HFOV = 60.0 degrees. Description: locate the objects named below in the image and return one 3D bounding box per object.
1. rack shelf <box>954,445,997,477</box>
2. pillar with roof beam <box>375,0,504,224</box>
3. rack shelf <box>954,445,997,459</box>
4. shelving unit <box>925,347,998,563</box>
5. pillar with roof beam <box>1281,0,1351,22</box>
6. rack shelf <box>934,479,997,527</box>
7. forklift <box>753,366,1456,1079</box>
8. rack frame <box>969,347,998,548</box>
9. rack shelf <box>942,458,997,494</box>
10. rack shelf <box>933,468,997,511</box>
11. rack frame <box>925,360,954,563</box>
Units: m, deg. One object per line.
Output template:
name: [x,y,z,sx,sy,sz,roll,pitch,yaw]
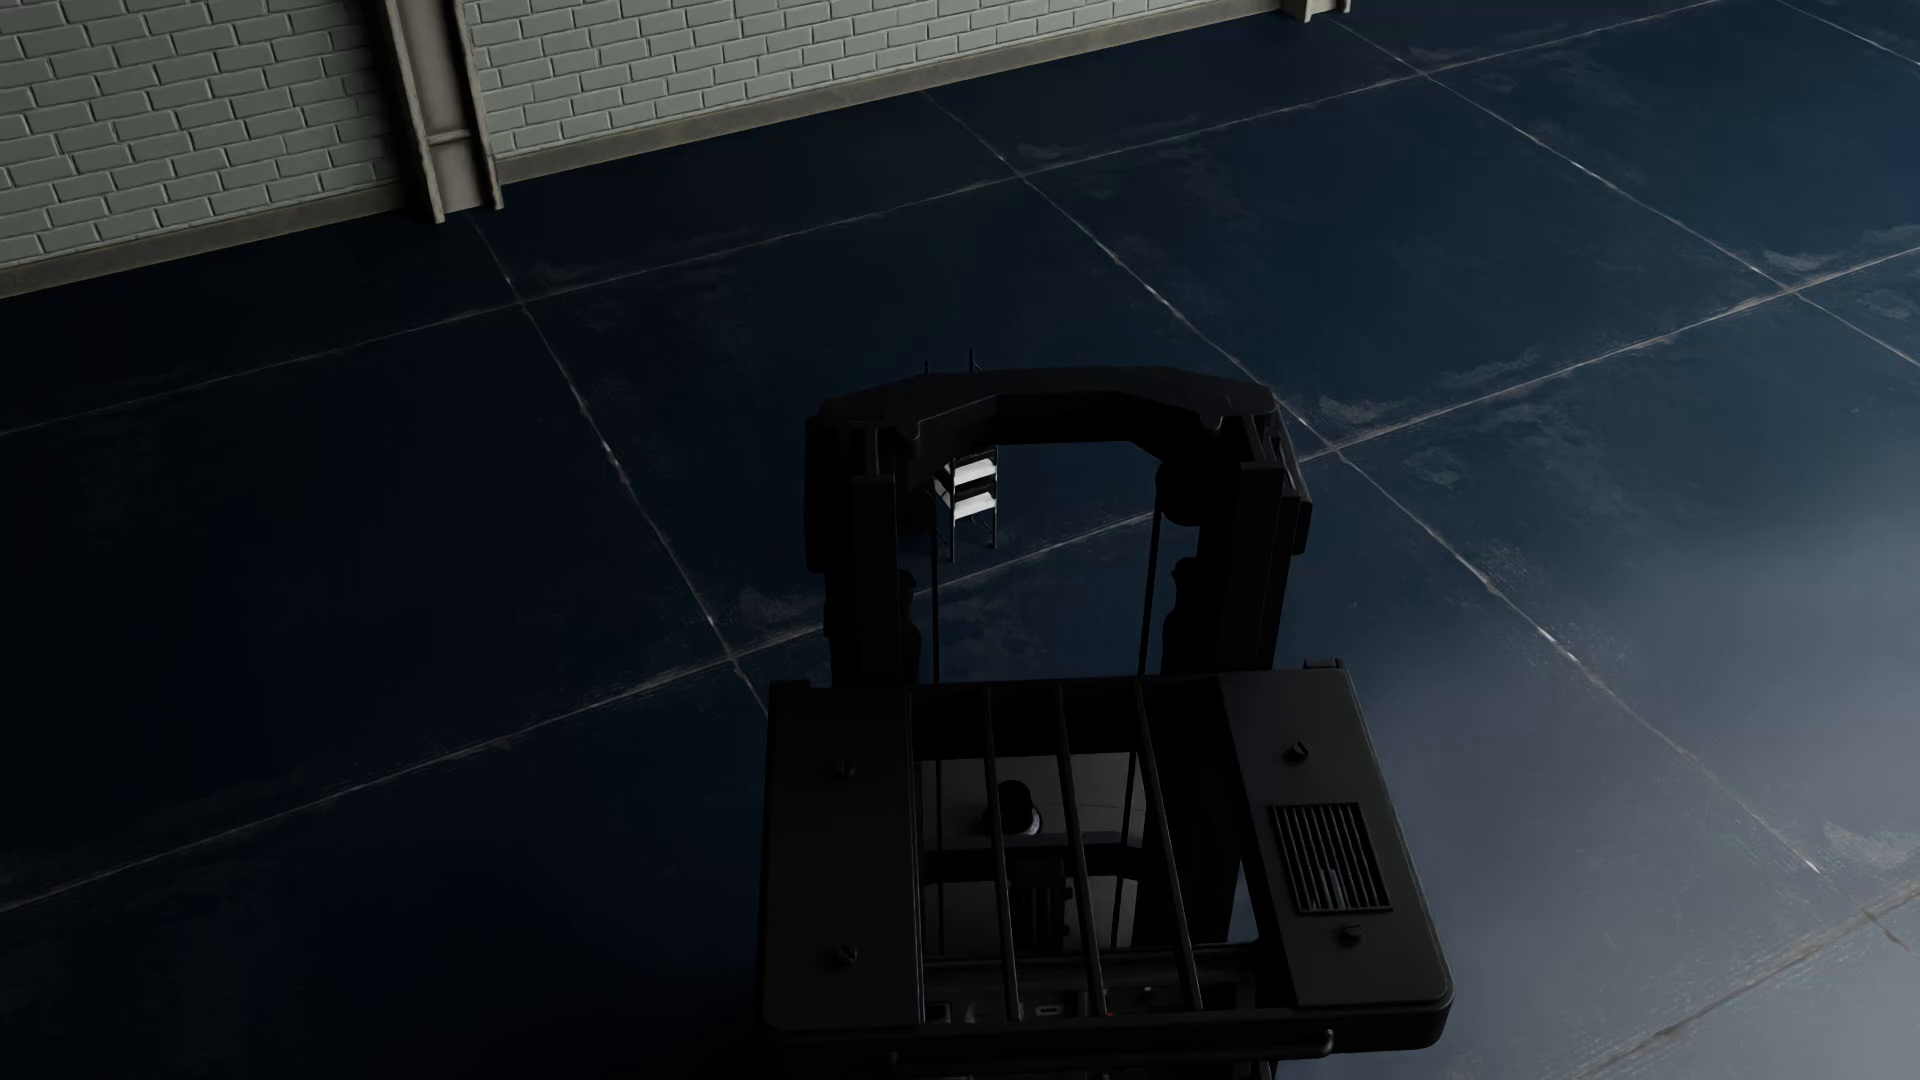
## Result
rack shelf: [0.007,-0.389,6.926,0.200,0.077,0.258,-19,44,-21]
pillar with roof beam: [-0.857,-2.892,3.701,0.400,9.000,9.100,-19,44,-21]
rack shelf: [0.007,-0.458,6.867,0.200,0.077,0.258,-19,44,-21]
shelving unit: [0.007,-0.346,6.962,0.210,0.900,0.258,-19,44,-21]
pillar with roof beam: [4.464,-4.682,5.816,0.400,9.000,9.100,-19,44,-21]
rack shelf: [0.007,-0.183,7.100,0.200,0.077,0.258,-19,44,-21]
forklift: [0.204,1.223,3.536,1.130,2.935,3.031,-2,40,-2]
rack frame: [0.097,-0.376,6.998,0.006,0.900,0.240,-19,44,-21]
rack shelf: [0.007,-0.320,6.984,0.200,0.077,0.258,-19,44,-21]
rack shelf: [0.007,-0.252,7.042,0.200,0.077,0.258,-19,44,-21]
rack frame: [-0.083,-0.316,6.926,0.006,0.900,0.240,-19,44,-21]
